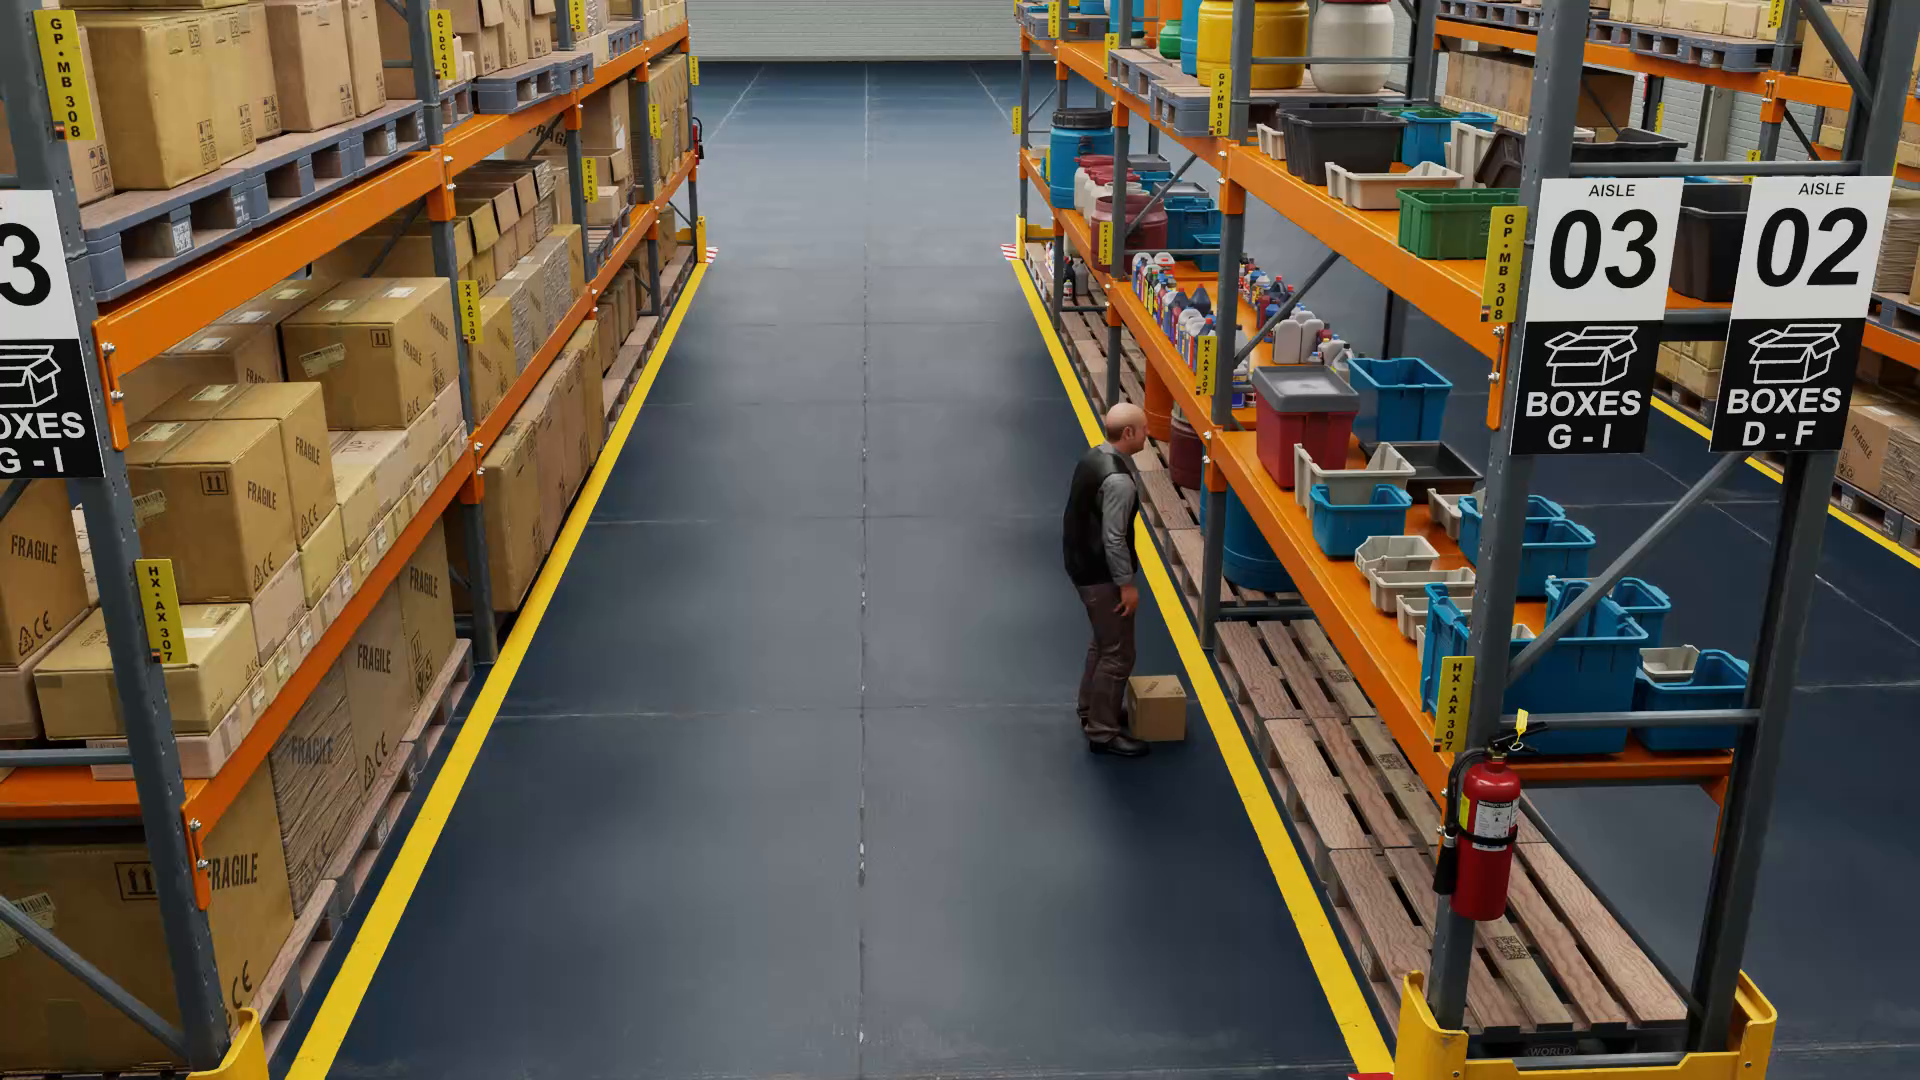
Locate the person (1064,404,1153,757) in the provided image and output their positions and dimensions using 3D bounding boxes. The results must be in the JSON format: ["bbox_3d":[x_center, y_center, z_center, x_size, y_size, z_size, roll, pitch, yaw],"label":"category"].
[{"bbox_3d":[0.716,0.173,8.141,0.414,1.721,0.584,-1,20,-4],"label":"person"}]
